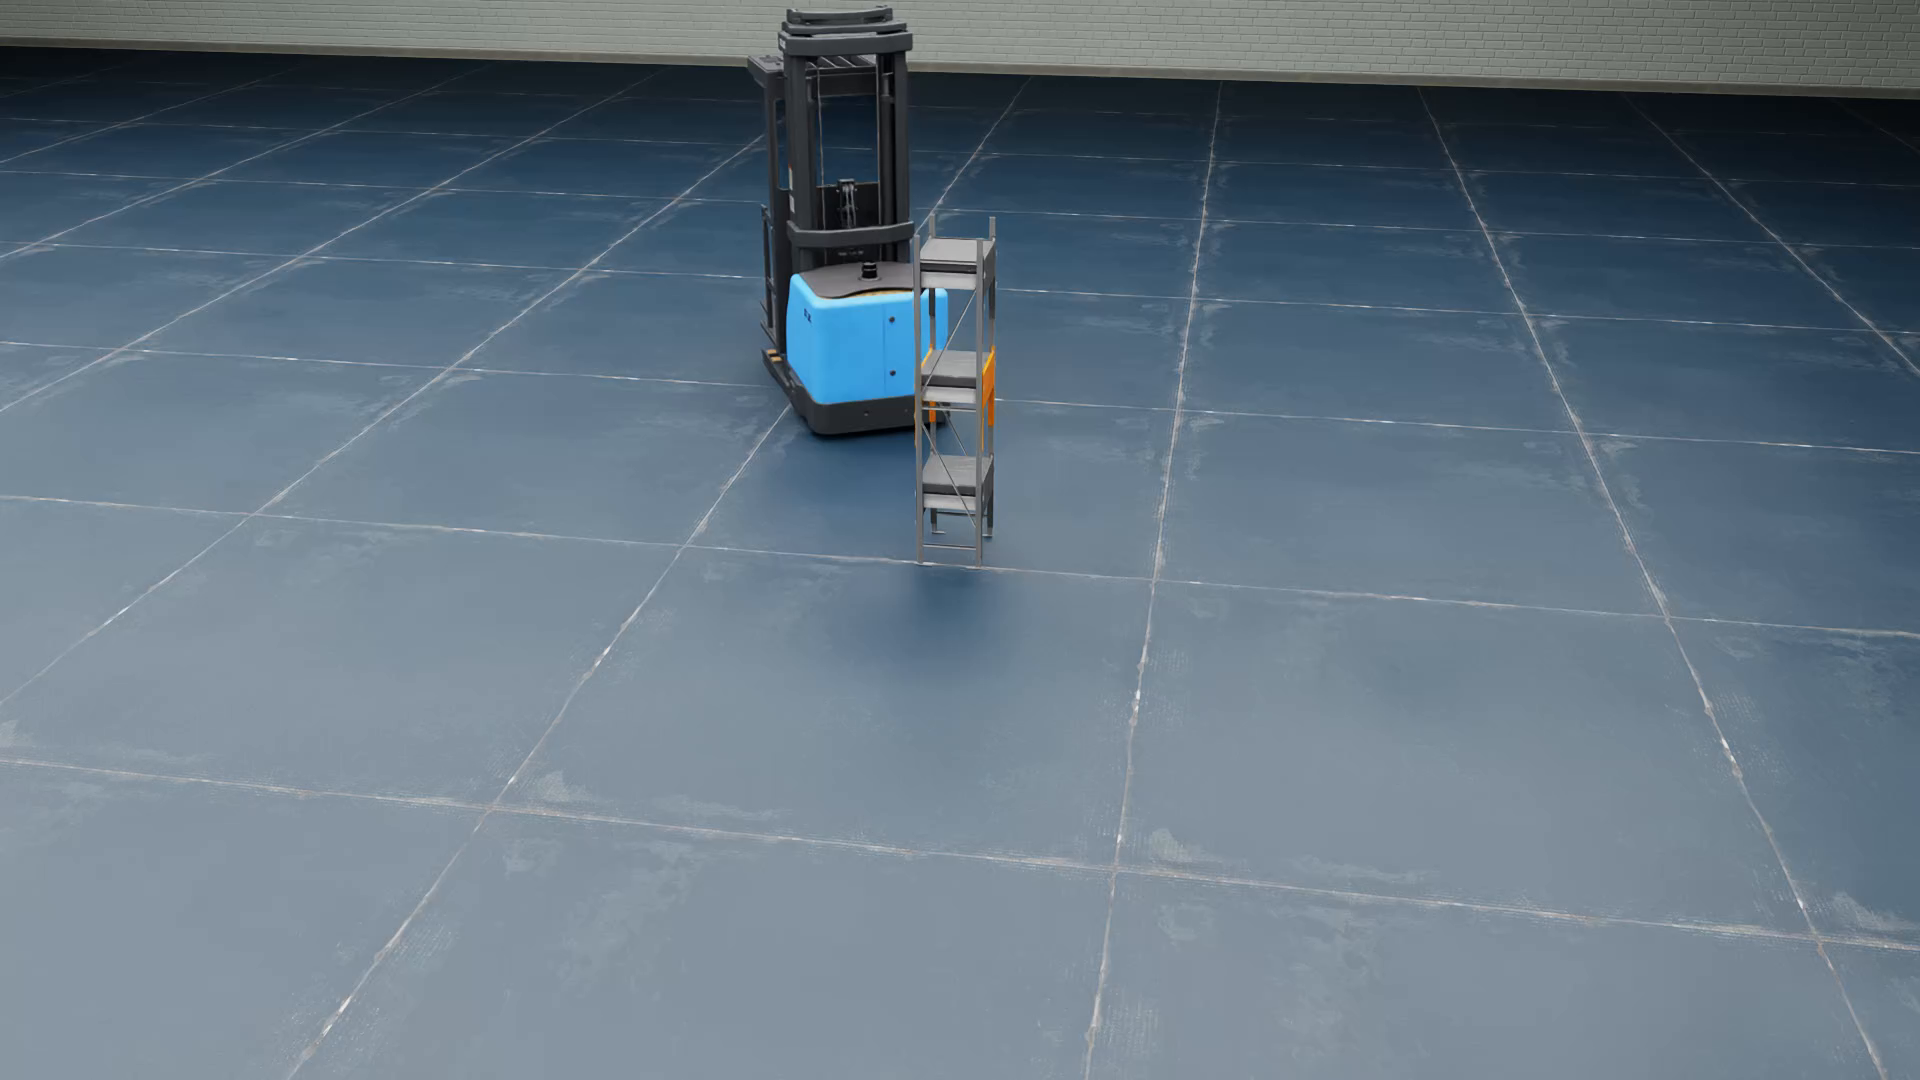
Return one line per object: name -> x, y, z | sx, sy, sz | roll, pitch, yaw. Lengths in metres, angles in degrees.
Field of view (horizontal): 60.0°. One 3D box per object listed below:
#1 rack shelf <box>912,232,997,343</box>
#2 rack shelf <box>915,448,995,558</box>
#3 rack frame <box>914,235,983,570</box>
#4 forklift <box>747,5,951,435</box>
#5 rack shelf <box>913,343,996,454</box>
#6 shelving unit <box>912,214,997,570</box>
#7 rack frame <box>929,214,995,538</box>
rack shelf -> -0.027, -1.503, 9.866 | 0.431, 0.518, 0.480 | 4, 25, 9
rack shelf -> -0.027, -0.235, 10.459 | 0.431, 0.518, 0.480 | 4, 25, 9
rack frame -> -0.067, -0.780, 9.939 | 0.400, 2.100, 0.015 | 4, 25, 9
forklift -> -1.001, -2.704, 13.069 | 1.130, 2.935, 3.031 | -8, 26, -16
rack shelf -> -0.027, -0.869, 10.163 | 0.431, 0.518, 0.480 | 4, 25, 9
shelving unit -> -0.027, -0.882, 10.157 | 0.431, 2.100, 0.503 | 4, 25, 9
rack frame -> 0.013, -0.984, 10.375 | 0.400, 2.100, 0.015 | 4, 25, 9
